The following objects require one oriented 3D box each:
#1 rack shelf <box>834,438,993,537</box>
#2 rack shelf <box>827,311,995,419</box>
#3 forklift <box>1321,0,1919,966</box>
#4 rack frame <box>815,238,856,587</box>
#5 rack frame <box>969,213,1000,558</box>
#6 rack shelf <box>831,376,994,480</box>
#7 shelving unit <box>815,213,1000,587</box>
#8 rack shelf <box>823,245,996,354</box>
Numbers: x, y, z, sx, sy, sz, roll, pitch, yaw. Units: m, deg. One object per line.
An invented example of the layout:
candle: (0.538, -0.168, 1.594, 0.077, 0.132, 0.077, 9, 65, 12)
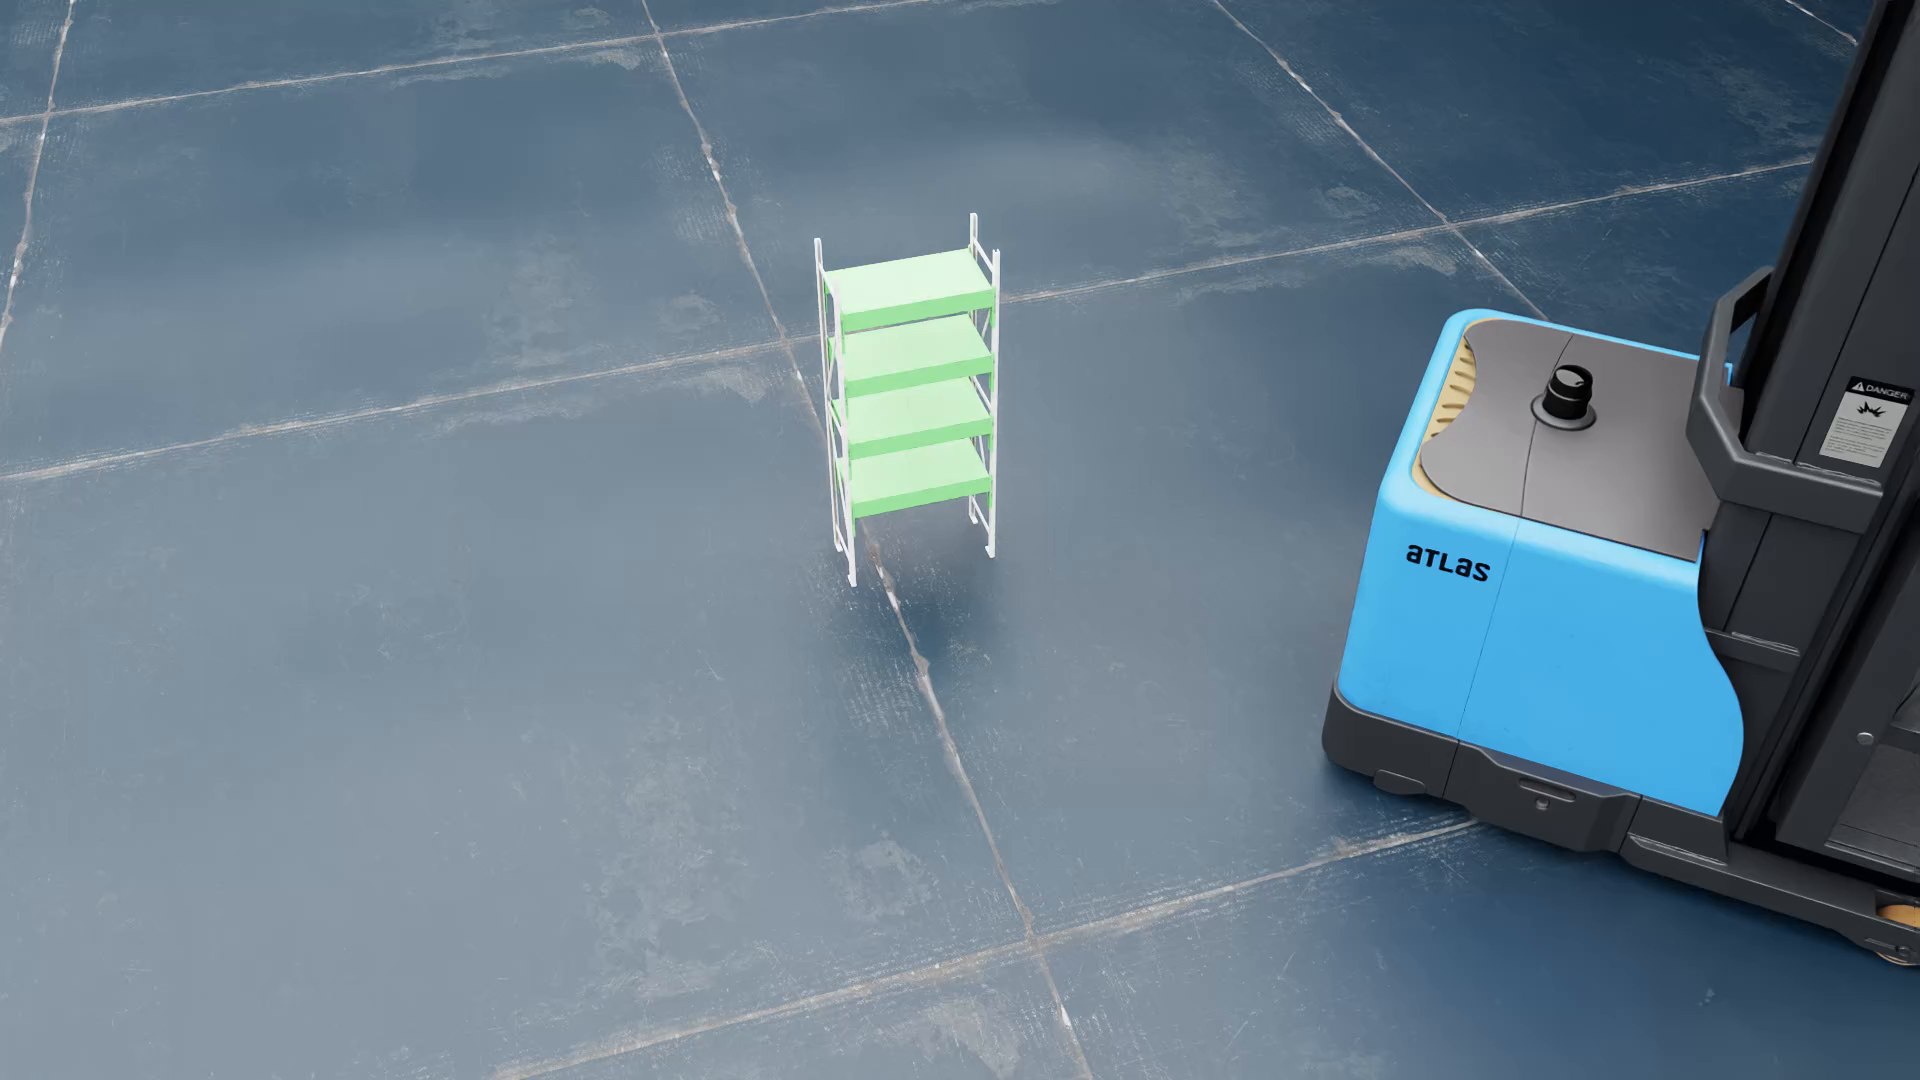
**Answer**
rack shelf: (-0.158, -0.190, 5.518, 0.480, 0.148, 0.258, -12, 42, -13)
rack shelf: (-0.158, -0.552, 5.202, 0.480, 0.148, 0.258, -12, 42, -13)
forklift: (2.639, -0.317, 3.885, 3.031, 2.935, 1.130, 16, 44, 18)
rack frame: (-0.391, -0.371, 5.263, 0.015, 1.200, 0.240, -12, 42, -13)
rack frame: (0.075, -0.467, 5.373, 0.015, 1.200, 0.240, -12, 42, -13)
rack shelf: (-0.158, -0.371, 5.360, 0.480, 0.148, 0.258, -12, 42, -13)
shelving unit: (-0.158, -0.419, 5.318, 0.503, 1.200, 0.258, -12, 42, -13)
rack shelf: (-0.158, -0.732, 5.044, 0.480, 0.148, 0.258, -12, 42, -13)
